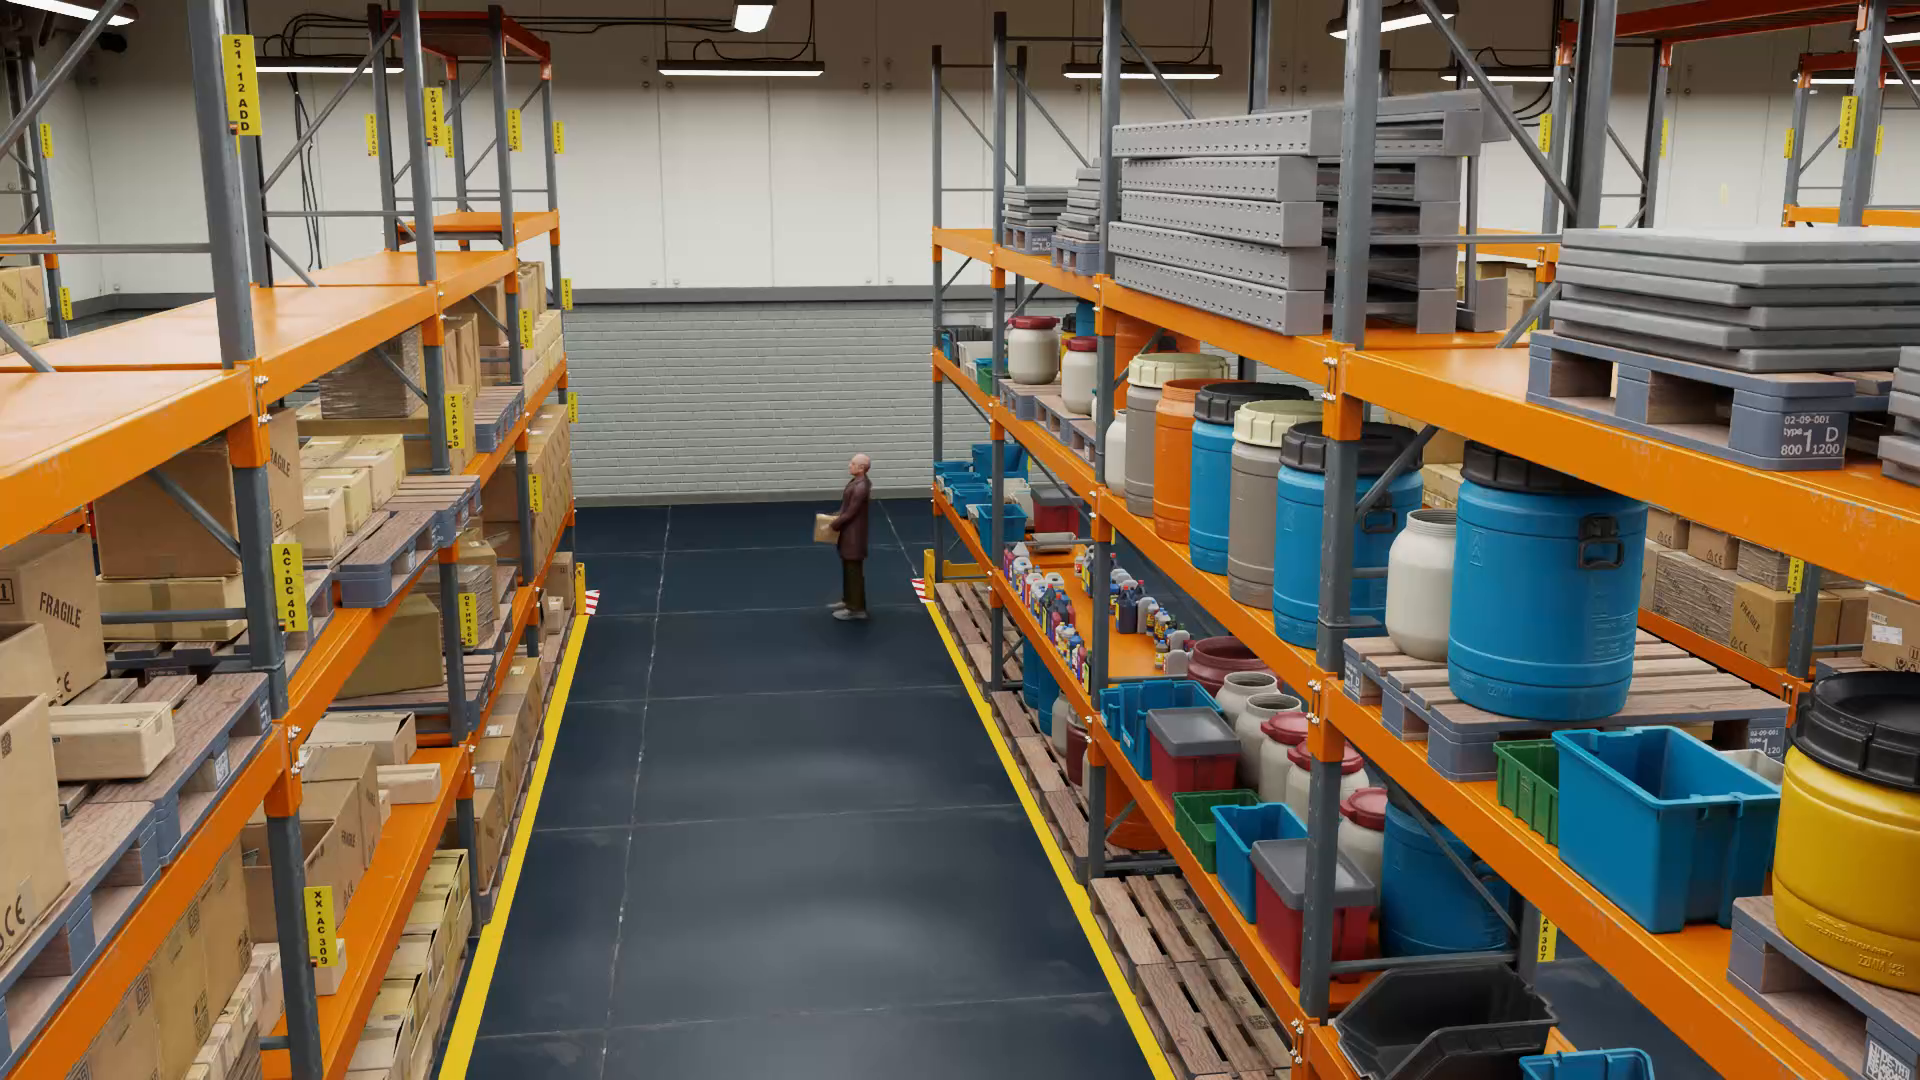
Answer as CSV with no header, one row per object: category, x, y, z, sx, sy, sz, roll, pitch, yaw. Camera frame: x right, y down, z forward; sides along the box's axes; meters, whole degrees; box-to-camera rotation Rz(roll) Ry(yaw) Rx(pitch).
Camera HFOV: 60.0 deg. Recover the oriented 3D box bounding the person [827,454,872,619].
person,-1.211,-0.048,17.853,0.536,1.780,0.552,0,13,-2
